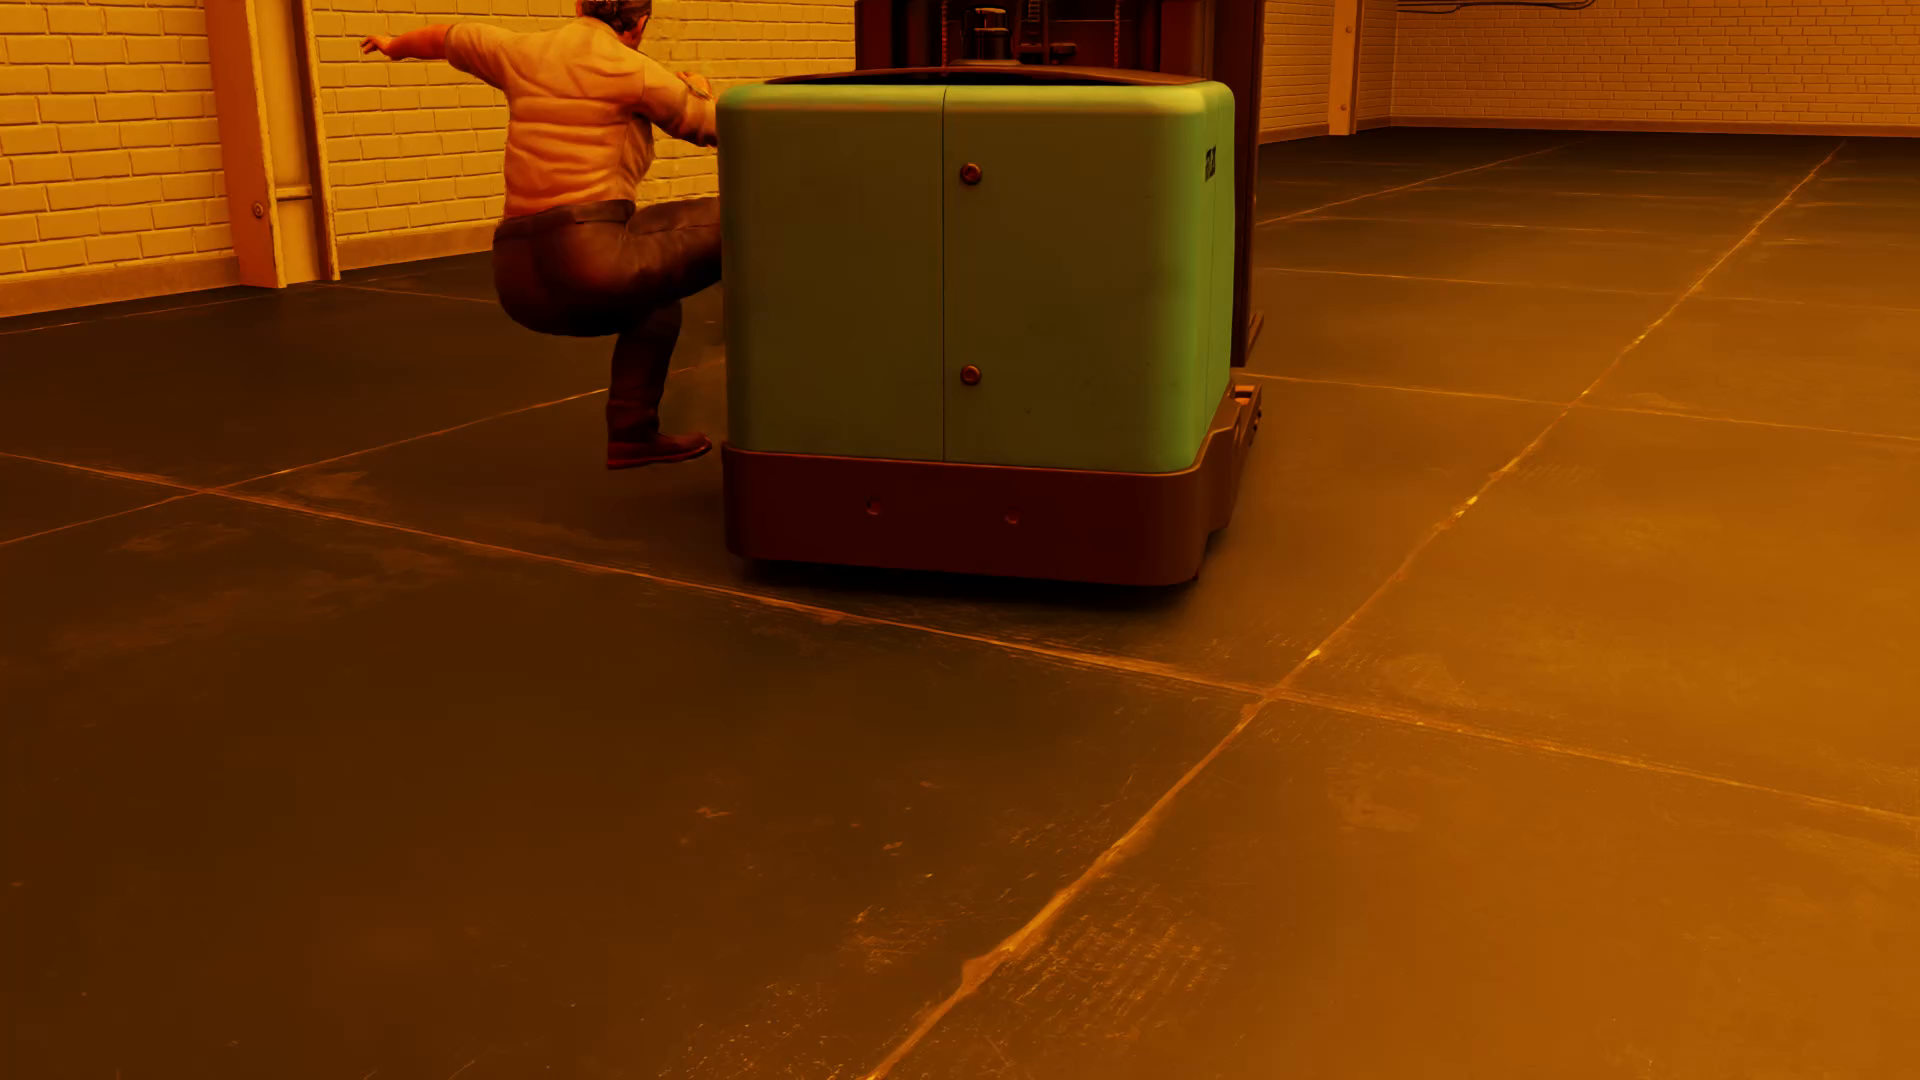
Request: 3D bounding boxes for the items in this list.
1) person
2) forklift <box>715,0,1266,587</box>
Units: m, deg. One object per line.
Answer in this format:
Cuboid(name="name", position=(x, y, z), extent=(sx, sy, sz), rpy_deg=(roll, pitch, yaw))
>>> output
Cuboid(name="person", position=(-0.926, -0.820, 4.300), extent=(1.498, 1.268, 0.733), rpy_deg=(8, 18, 26))
Cuboid(name="forklift", position=(0.314, -1.683, 4.569), extent=(1.130, 2.935, 3.031), rpy_deg=(4, 17, 13))
